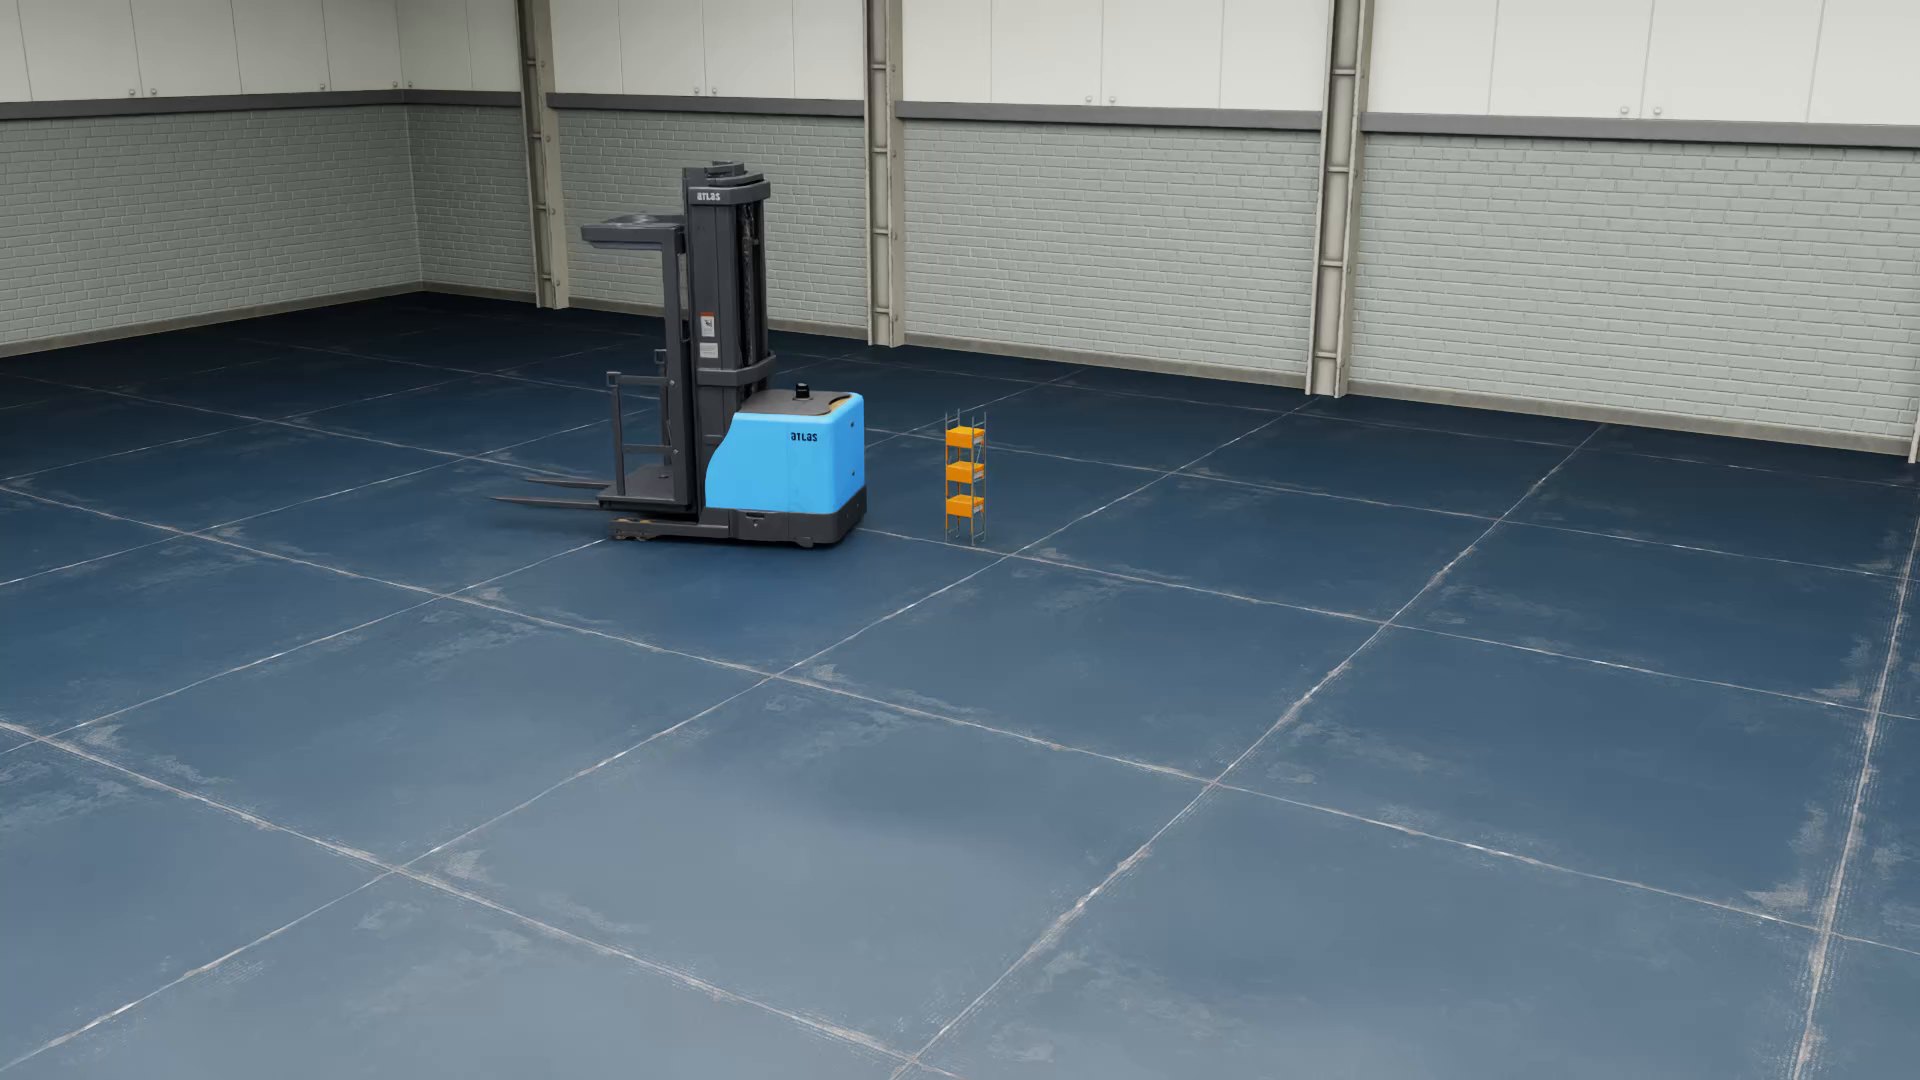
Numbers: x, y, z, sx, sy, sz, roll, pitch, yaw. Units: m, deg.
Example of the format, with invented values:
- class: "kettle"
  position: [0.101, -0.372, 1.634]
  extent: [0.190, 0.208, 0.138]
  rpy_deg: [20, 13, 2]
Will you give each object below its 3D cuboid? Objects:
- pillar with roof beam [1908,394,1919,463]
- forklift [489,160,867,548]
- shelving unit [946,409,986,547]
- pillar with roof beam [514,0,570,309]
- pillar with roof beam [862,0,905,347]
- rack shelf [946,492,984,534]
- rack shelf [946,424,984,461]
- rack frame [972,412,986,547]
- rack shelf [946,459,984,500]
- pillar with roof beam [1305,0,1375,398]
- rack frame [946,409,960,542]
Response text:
- class: "pillar with roof beam"
  position: [7.011, -3.986, 11.019]
  extent: [0.400, 9.000, 9.100]
  rpy_deg: [10, 20, 30]
- class: "forklift"
  position: [-2.350, -1.540, 13.410]
  extent: [3.031, 2.935, 1.130]
  rpy_deg: [4, 17, 11]
- class: "shelving unit"
  position: [0.046, -0.494, 13.202]
  extent: [0.252, 1.050, 0.215]
  rpy_deg: [10, 20, 30]
- class: "pillar with roof beam"
  position: [-8.327, -6.724, 20.033]
  extent: [0.400, 9.000, 9.100]
  rpy_deg: [10, 20, 30]
- class: "pillar with roof beam"
  position: [-3.215, -5.811, 17.028]
  extent: [0.400, 9.000, 9.100]
  rpy_deg: [10, 20, 30]
- class: "rack shelf"
  position: [0.046, -0.218, 13.286]
  extent: [0.240, 0.259, 0.215]
  rpy_deg: [10, 20, 30]
- class: "rack shelf"
  position: [0.046, -0.756, 13.122]
  extent: [0.240, 0.259, 0.215]
  rpy_deg: [10, 20, 30]
- class: "rack frame"
  position: [0.150, -0.476, 13.141]
  extent: [0.008, 1.050, 0.200]
  rpy_deg: [10, 20, 30]
- class: "rack shelf"
  position: [0.046, -0.484, 13.205]
  extent: [0.240, 0.259, 0.215]
  rpy_deg: [10, 20, 30]
- class: "pillar with roof beam"
  position: [1.898, -4.898, 14.024]
  extent: [0.400, 9.000, 9.100]
  rpy_deg: [10, 20, 30]
- class: "rack frame"
  position: [-0.058, -0.513, 13.263]
  extent: [0.008, 1.050, 0.200]
  rpy_deg: [10, 20, 30]
